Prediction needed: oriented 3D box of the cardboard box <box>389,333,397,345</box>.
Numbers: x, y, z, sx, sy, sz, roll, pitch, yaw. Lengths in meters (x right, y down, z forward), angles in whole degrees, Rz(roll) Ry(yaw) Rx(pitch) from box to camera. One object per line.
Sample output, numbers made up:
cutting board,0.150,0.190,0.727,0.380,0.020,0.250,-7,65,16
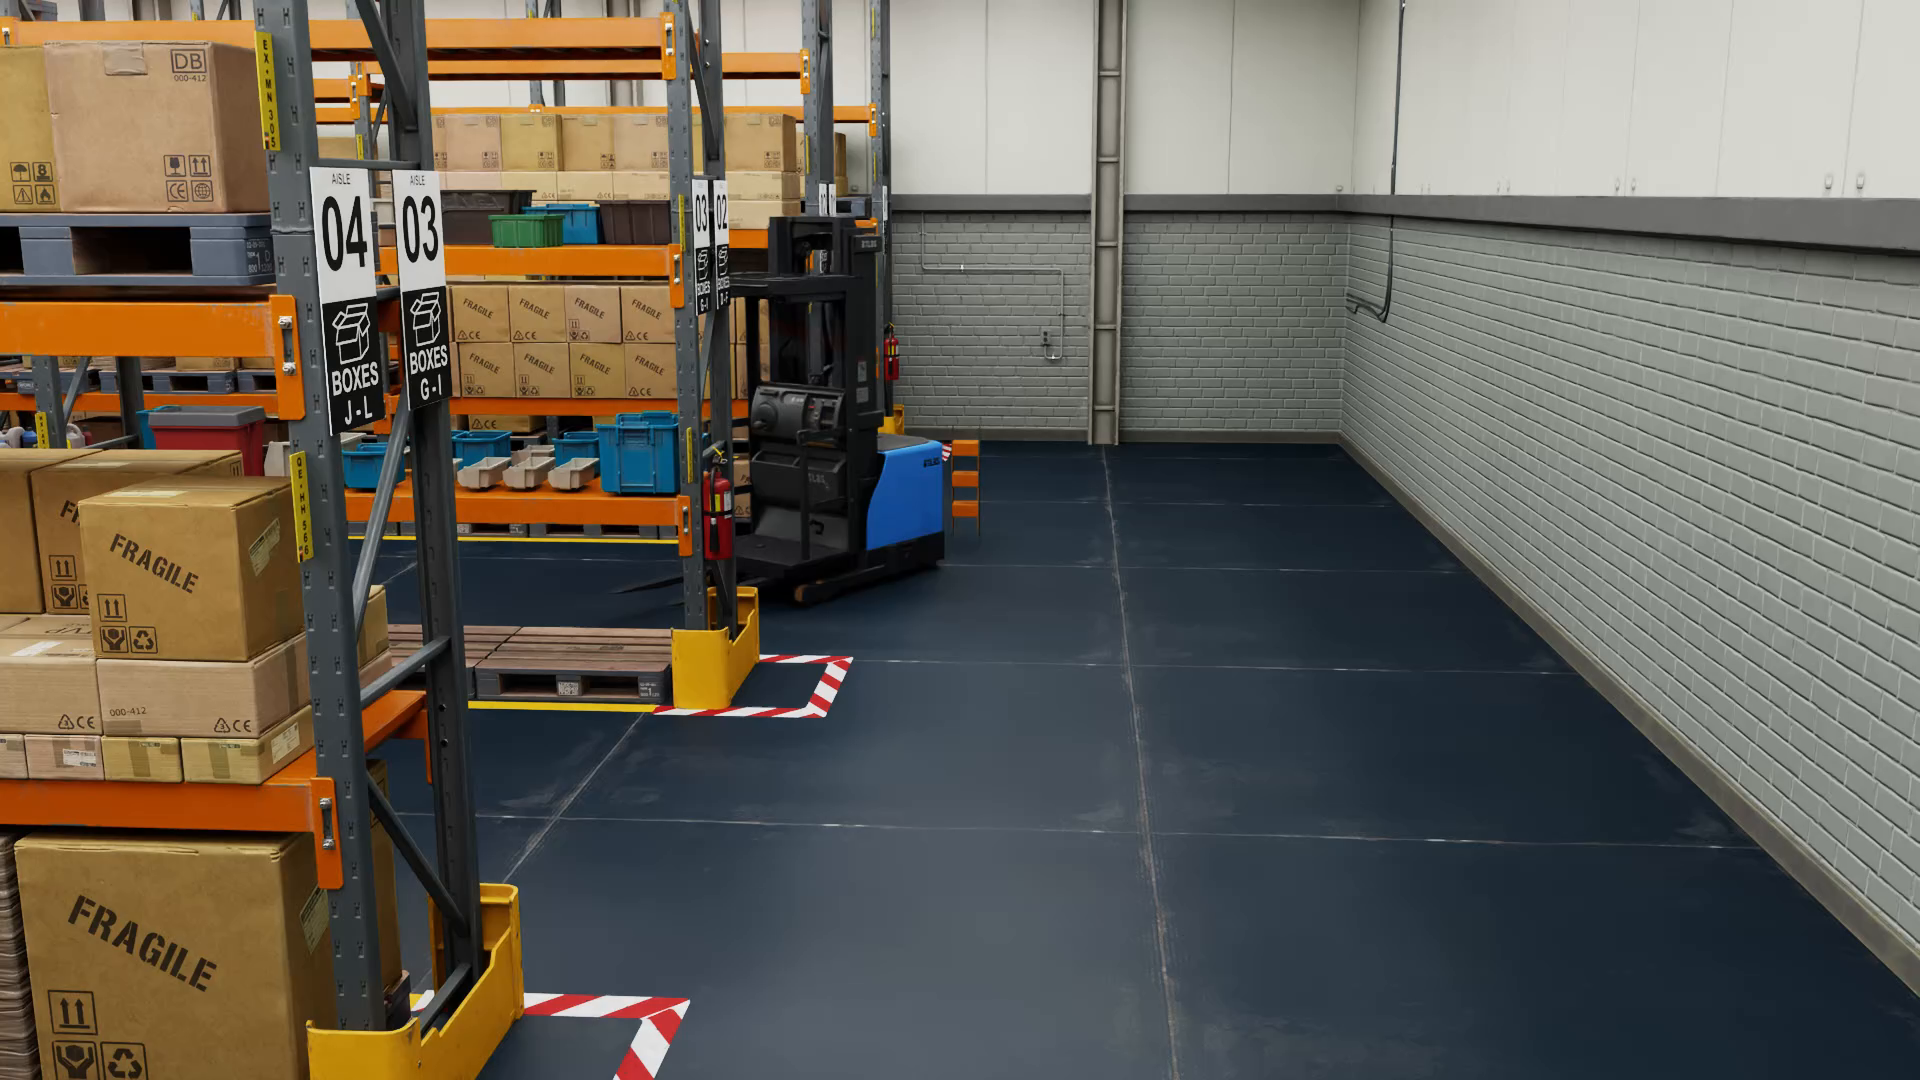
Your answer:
cardboard box,-6.809,-2.485,20.366,0.250,0.149,0.380,1,12,6

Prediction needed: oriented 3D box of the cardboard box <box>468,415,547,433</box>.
cardboard box,-5.581,-1.754,20.535,0.750,0.750,0.750,1,12,4

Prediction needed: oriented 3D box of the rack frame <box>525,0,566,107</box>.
rack frame,-4.924,-5.555,19.828,0.127,3.000,1.000,1,12,4

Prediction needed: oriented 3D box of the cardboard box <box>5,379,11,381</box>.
cardboard box,-11.731,-2.075,21.042,0.500,0.250,0.500,1,12,3

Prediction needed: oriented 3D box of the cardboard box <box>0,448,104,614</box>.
cardboard box,-3.403,-0.042,5.932,0.500,0.500,0.500,0,12,2

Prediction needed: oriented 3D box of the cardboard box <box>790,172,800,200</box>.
cardboard box,-1.756,-3.252,15.287,0.500,0.250,0.500,1,12,4

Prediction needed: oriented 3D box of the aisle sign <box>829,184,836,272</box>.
aisle sign,-1.173,-2.883,15.359,0.004,0.787,0.394,1,12,4

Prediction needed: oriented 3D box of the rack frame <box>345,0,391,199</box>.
rack frame,-5.251,-4.543,14.990,0.127,3.000,1.000,1,12,4

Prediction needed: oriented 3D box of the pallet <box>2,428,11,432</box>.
pallet,-12.129,-1.353,21.202,1.213,0.211,1.003,1,12,4

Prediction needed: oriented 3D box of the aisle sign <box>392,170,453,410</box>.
aisle sign,-1.834,-0.861,5.690,0.004,0.787,0.394,1,12,4

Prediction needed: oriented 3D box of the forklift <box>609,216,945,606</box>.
forklift,-1.421,-1.037,13.050,1.130,2.935,3.031,9,15,36

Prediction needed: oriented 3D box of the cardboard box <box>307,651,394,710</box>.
cardboard box,-2.258,0.523,6.039,0.250,0.149,0.380,1,12,4

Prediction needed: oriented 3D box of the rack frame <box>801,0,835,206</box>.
rack frame,-1.260,-4.488,14.728,0.127,3.000,1.000,1,12,4

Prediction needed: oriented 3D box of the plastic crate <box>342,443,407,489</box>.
plastic crate,-3.661,-0.463,10.400,0.300,0.233,0.416,1,12,4

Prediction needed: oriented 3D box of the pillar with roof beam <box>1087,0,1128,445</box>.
pillar with roof beam,1.531,-4.761,16.030,0.400,9.000,9.100,1,12,4

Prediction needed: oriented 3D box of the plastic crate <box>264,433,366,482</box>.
plastic crate,-4.075,-0.508,10.493,0.530,0.282,0.437,1,12,4

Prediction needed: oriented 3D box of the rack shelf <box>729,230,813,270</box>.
rack shelf,-3.256,-2.695,15.240,4.000,0.370,1.077,1,12,4

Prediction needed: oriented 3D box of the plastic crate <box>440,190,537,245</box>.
plastic crate,-3.101,-2.055,10.573,0.767,0.338,0.504,1,12,4

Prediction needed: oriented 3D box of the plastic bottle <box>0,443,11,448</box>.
plastic bottle,-6.001,-0.473,10.490,0.135,0.276,0.152,1,12,4

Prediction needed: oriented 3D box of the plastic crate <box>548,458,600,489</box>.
plastic crate,-2.421,-0.414,10.403,0.243,0.136,0.396,1,12,4

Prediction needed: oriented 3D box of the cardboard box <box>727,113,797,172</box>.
cardboard box,-1.774,-3.562,14.941,0.500,0.500,0.700,1,12,4

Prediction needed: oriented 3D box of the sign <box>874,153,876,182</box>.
sign,-0.983,-4.316,19.262,0.005,0.325,0.100,1,12,4

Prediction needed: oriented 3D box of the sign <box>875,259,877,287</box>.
sign,-0.983,-3.136,19.509,0.005,0.325,0.100,1,12,4

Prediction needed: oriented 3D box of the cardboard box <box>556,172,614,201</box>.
cardboard box,-3.287,-3.166,14.879,0.500,0.250,0.500,1,12,4

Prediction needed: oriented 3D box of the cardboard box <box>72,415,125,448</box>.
cardboard box,-8.237,-1.055,16.168,0.500,0.250,0.500,1,12,6

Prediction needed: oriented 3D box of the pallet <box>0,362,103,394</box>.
pallet,-8.562,-1.572,15.910,1.003,0.211,1.213,1,12,4

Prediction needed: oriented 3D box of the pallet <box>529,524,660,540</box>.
pallet,-3.346,-0.216,15.767,1.213,0.211,1.003,1,12,4

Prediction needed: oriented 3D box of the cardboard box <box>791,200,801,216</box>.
cardboard box,-1.756,-3.006,15.333,0.500,0.250,0.500,1,12,4

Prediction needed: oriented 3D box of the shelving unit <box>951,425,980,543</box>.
shelving unit,0.053,-0.513,15.139,0.252,1.050,0.215,1,12,4

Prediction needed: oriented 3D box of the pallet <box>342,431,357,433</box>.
pallet,-8.134,-1.282,20.864,1.213,0.211,1.003,1,12,4

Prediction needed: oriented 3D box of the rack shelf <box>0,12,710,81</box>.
rack shelf,-3.591,-2.956,10.136,4.000,0.370,1.077,1,12,4

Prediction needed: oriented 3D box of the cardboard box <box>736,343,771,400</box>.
cardboard box,-1.725,-1.551,15.096,0.500,0.500,0.500,1,12,5

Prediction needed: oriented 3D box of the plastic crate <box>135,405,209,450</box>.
plastic crate,-5.098,-0.680,11.065,0.575,0.384,0.392,1,12,4

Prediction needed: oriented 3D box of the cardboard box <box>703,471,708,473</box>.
cardboard box,-2.283,-0.494,15.924,0.500,0.250,0.500,1,12,4

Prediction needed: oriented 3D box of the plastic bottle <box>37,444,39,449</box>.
plastic bottle,-6.173,-0.589,11.226,0.097,0.201,0.097,0,12,0

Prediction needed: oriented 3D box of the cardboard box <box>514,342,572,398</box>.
cardboard box,-3.751,-1.579,15.229,0.500,0.500,0.500,1,12,3

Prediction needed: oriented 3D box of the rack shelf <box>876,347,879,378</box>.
rack shelf,-2.929,-2.239,20.385,4.000,0.370,1.077,1,12,4

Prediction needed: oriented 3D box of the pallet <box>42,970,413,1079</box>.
pallet,-2.729,1.842,5.929,1.213,0.211,1.003,1,12,4

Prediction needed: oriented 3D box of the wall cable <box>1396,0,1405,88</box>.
wall cable,4.506,-5.749,16.006,0.112,2.526,3.097,1,12,4

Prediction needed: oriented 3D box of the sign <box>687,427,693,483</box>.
sign,-1.616,-0.507,9.950,0.005,0.325,0.100,1,12,4

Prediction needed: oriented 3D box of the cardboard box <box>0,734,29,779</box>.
cardboard box,-3.063,0.647,5.446,0.250,0.149,0.380,1,12,5

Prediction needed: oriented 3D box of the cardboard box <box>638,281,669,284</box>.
cardboard box,-2.706,-2.164,15.581,0.500,0.500,0.500,1,12,5

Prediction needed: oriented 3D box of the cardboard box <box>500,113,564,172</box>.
cardboard box,-3.775,-3.573,14.992,0.500,0.500,0.700,1,12,4

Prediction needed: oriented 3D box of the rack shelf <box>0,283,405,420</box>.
rack shelf,-3.922,-0.672,5.565,4.000,0.370,1.077,1,12,4

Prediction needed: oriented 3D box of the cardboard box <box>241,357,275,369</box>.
cardboard box,-6.400,-1.910,15.783,0.500,0.500,0.700,3,12,13

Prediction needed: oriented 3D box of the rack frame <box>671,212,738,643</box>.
rack frame,-1.595,-0.540,10.505,0.127,3.000,1.000,1,12,4

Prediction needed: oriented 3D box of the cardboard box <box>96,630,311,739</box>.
cardboard box,-2.427,0.447,5.425,0.500,0.250,0.500,1,12,3

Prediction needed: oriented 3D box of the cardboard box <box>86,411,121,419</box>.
cardboard box,-10.641,-1.696,21.063,0.500,0.500,0.700,1,12,3

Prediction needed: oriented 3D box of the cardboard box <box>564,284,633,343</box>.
cardboard box,-3.257,-2.060,15.086,0.500,0.500,0.500,1,12,6

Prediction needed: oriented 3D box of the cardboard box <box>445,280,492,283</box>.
cardboard box,-4.730,-2.191,15.711,0.500,0.500,0.500,1,12,4

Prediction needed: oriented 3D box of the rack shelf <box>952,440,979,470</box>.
rack shelf,0.053,-0.781,15.083,0.240,0.259,0.215,1,12,4

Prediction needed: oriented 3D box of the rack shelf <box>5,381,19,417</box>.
rack shelf,-11.238,-1.337,16.070,4.000,0.370,1.077,1,12,4

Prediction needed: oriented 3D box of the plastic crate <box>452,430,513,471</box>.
plastic crate,-3.133,-0.576,10.940,0.300,0.233,0.416,1,12,4

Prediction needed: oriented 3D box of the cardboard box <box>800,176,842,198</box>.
cardboard box,-1.682,-4.169,19.624,0.500,0.250,0.500,1,12,5

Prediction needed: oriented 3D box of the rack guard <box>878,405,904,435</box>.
rack guard,-0.909,-1.340,20.435,0.348,0.500,1.175,1,12,4
